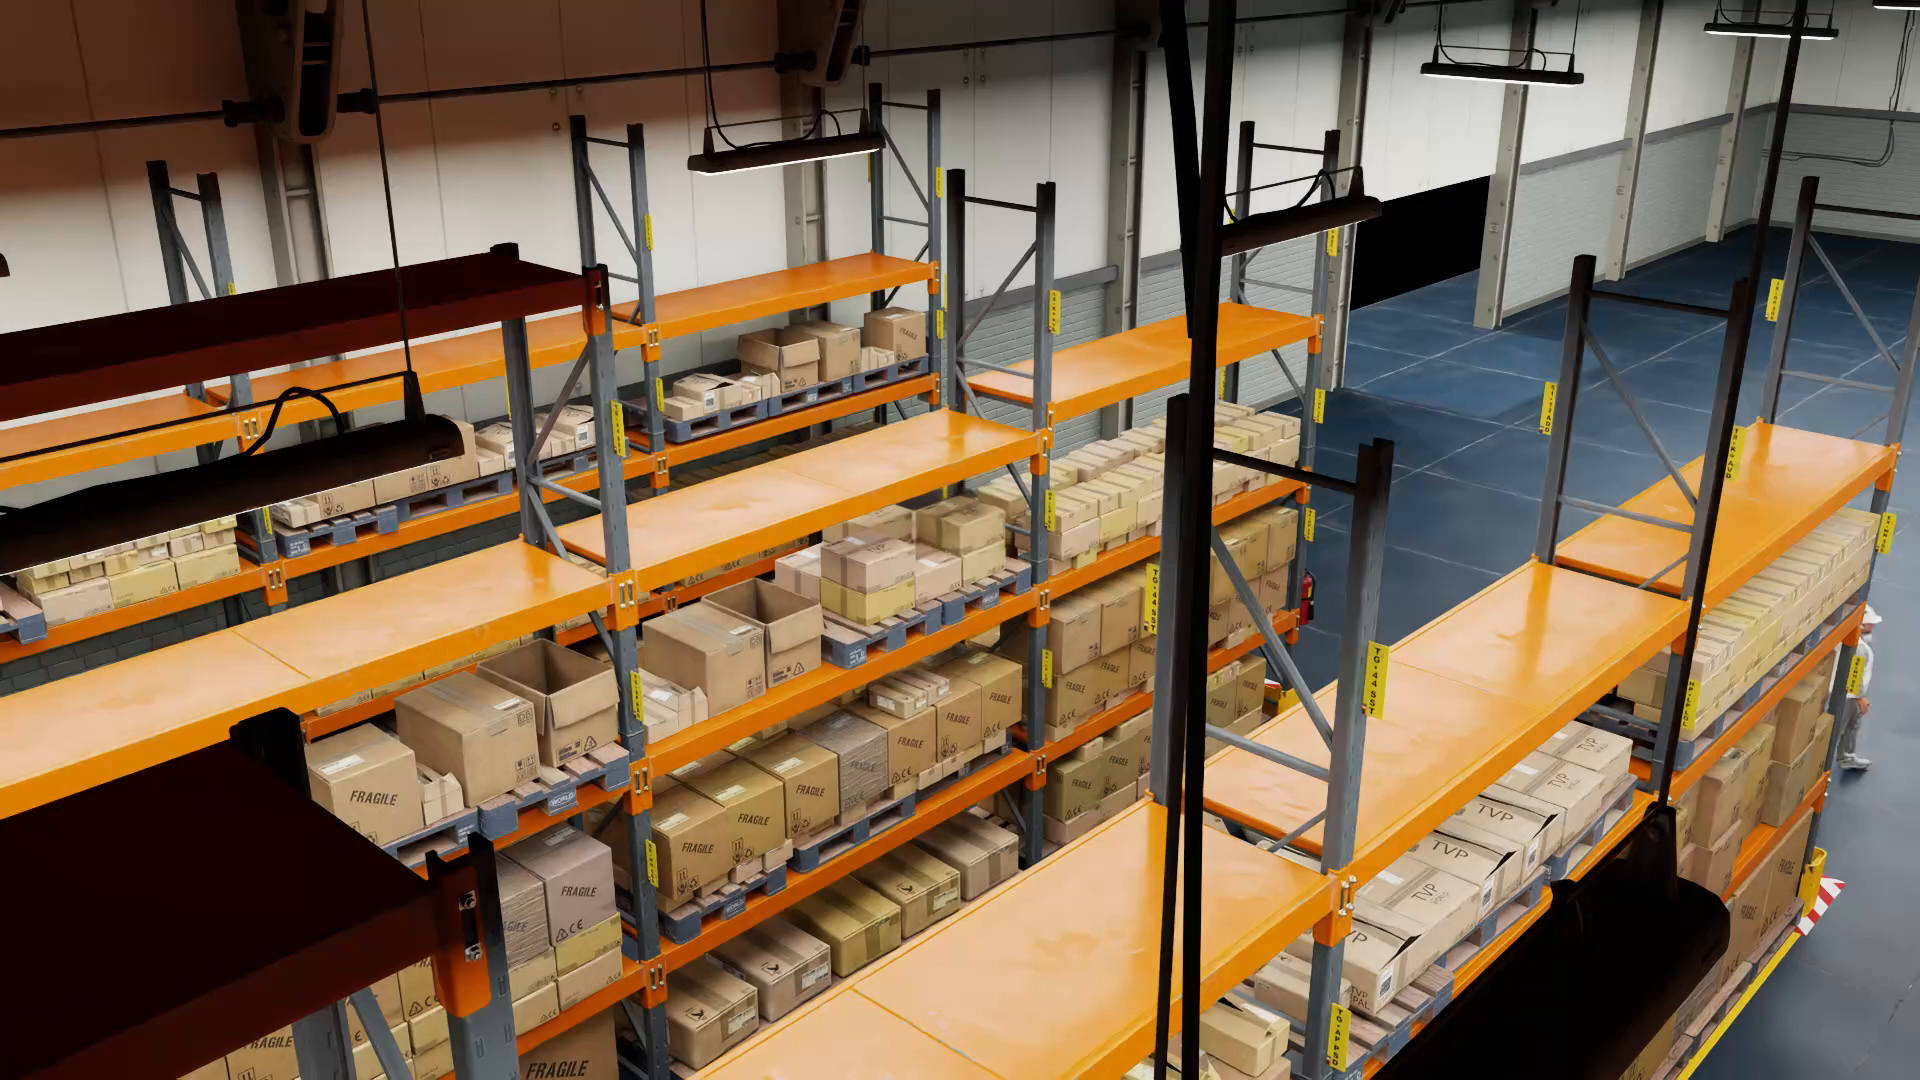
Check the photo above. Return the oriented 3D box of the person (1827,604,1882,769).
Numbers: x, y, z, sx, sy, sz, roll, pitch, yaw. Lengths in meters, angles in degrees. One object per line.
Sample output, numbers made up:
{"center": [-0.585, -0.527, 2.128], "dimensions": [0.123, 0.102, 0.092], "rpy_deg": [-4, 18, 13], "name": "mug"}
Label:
{"center": [8.458, 1.421, 15.927], "dimensions": [0.772, 1.762, 0.535], "rpy_deg": [8, 23, 20], "name": "person"}
